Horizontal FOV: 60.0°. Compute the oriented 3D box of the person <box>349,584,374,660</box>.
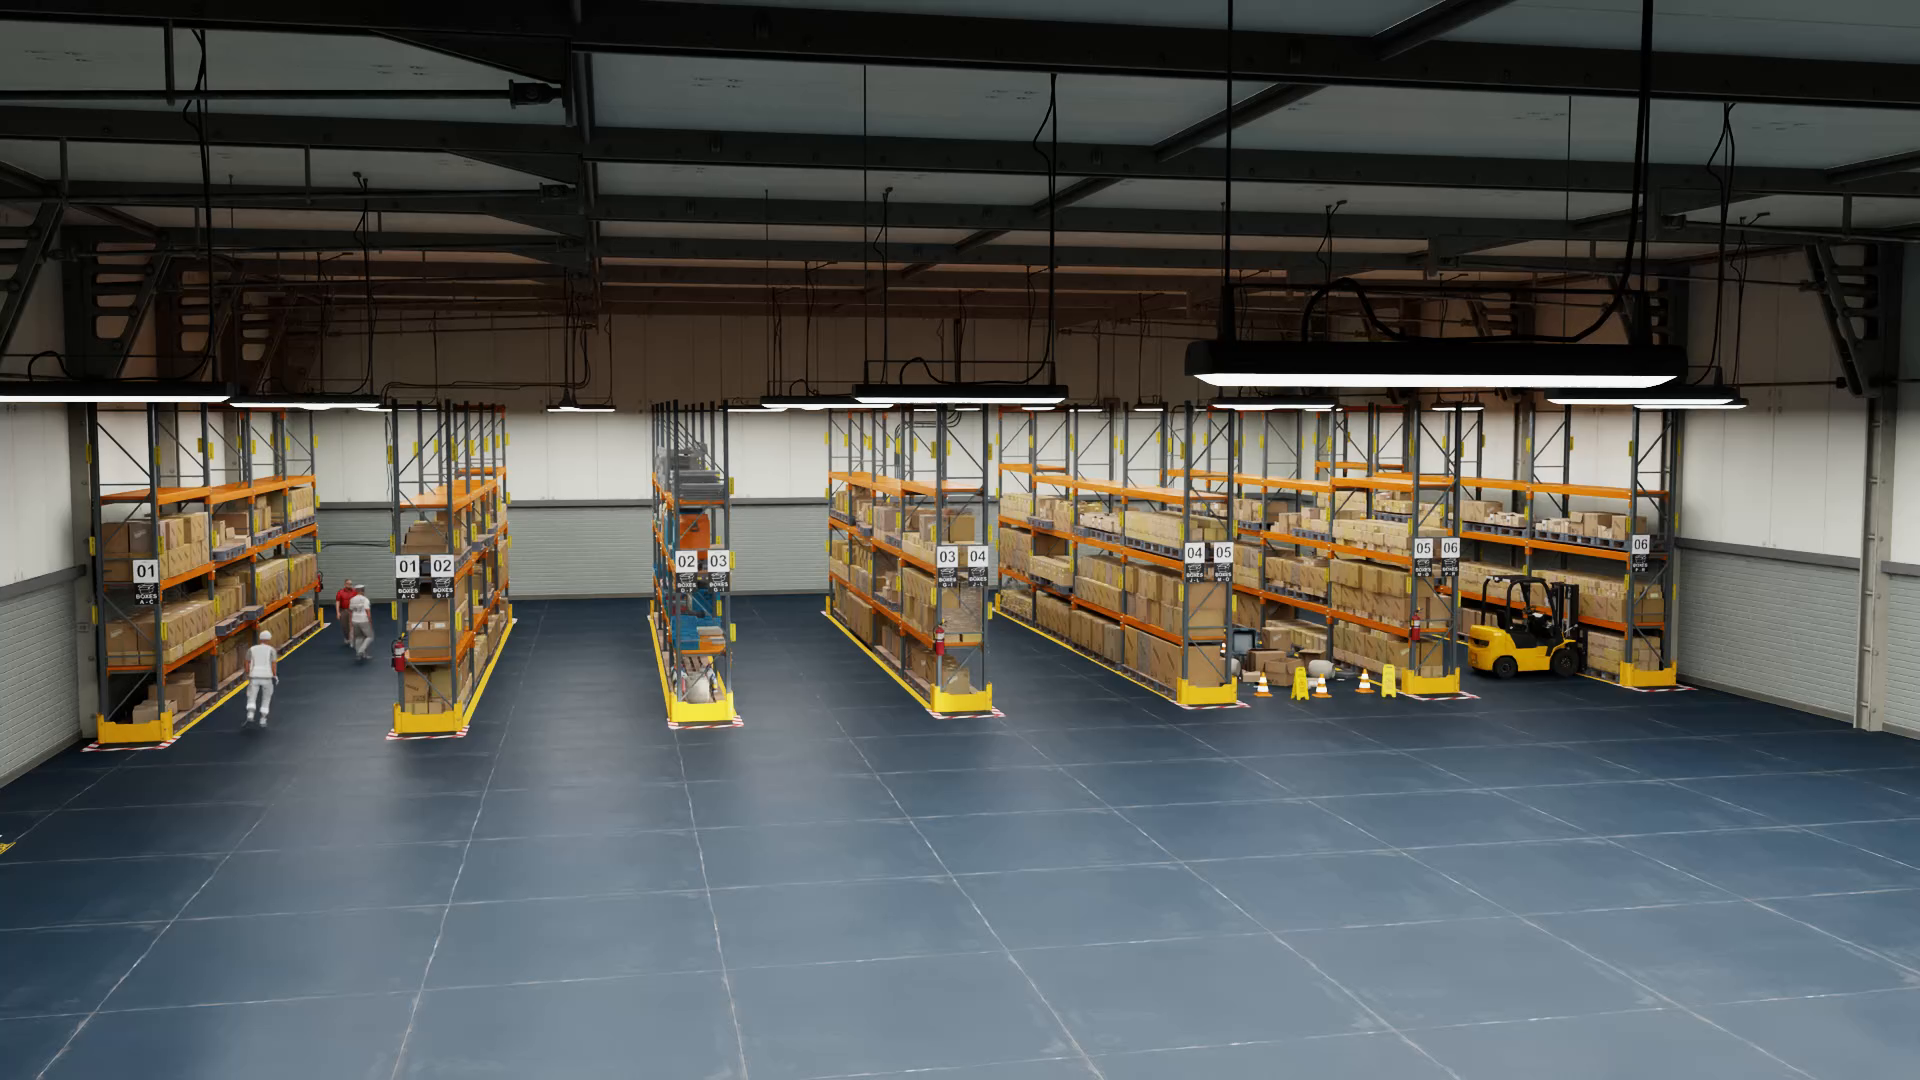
[{"bbox_3d":[-13.993,1.925,38.802,0.573,1.756,0.528,1,5,18],"label":"person"}]

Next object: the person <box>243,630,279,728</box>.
[{"bbox_3d":[-12.796,2.556,30.411,0.587,1.758,0.711,-1,4,-10],"label":"person"}]

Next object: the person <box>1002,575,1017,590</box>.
[{"bbox_3d":[1.544,1.108,50.160,0.469,1.723,0.533,-3,5,-38],"label":"person"}]

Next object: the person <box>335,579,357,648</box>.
[{"bbox_3d":[-15.069,1.797,40.898,0.533,1.664,1.099,-1,4,-16],"label":"person"}]
